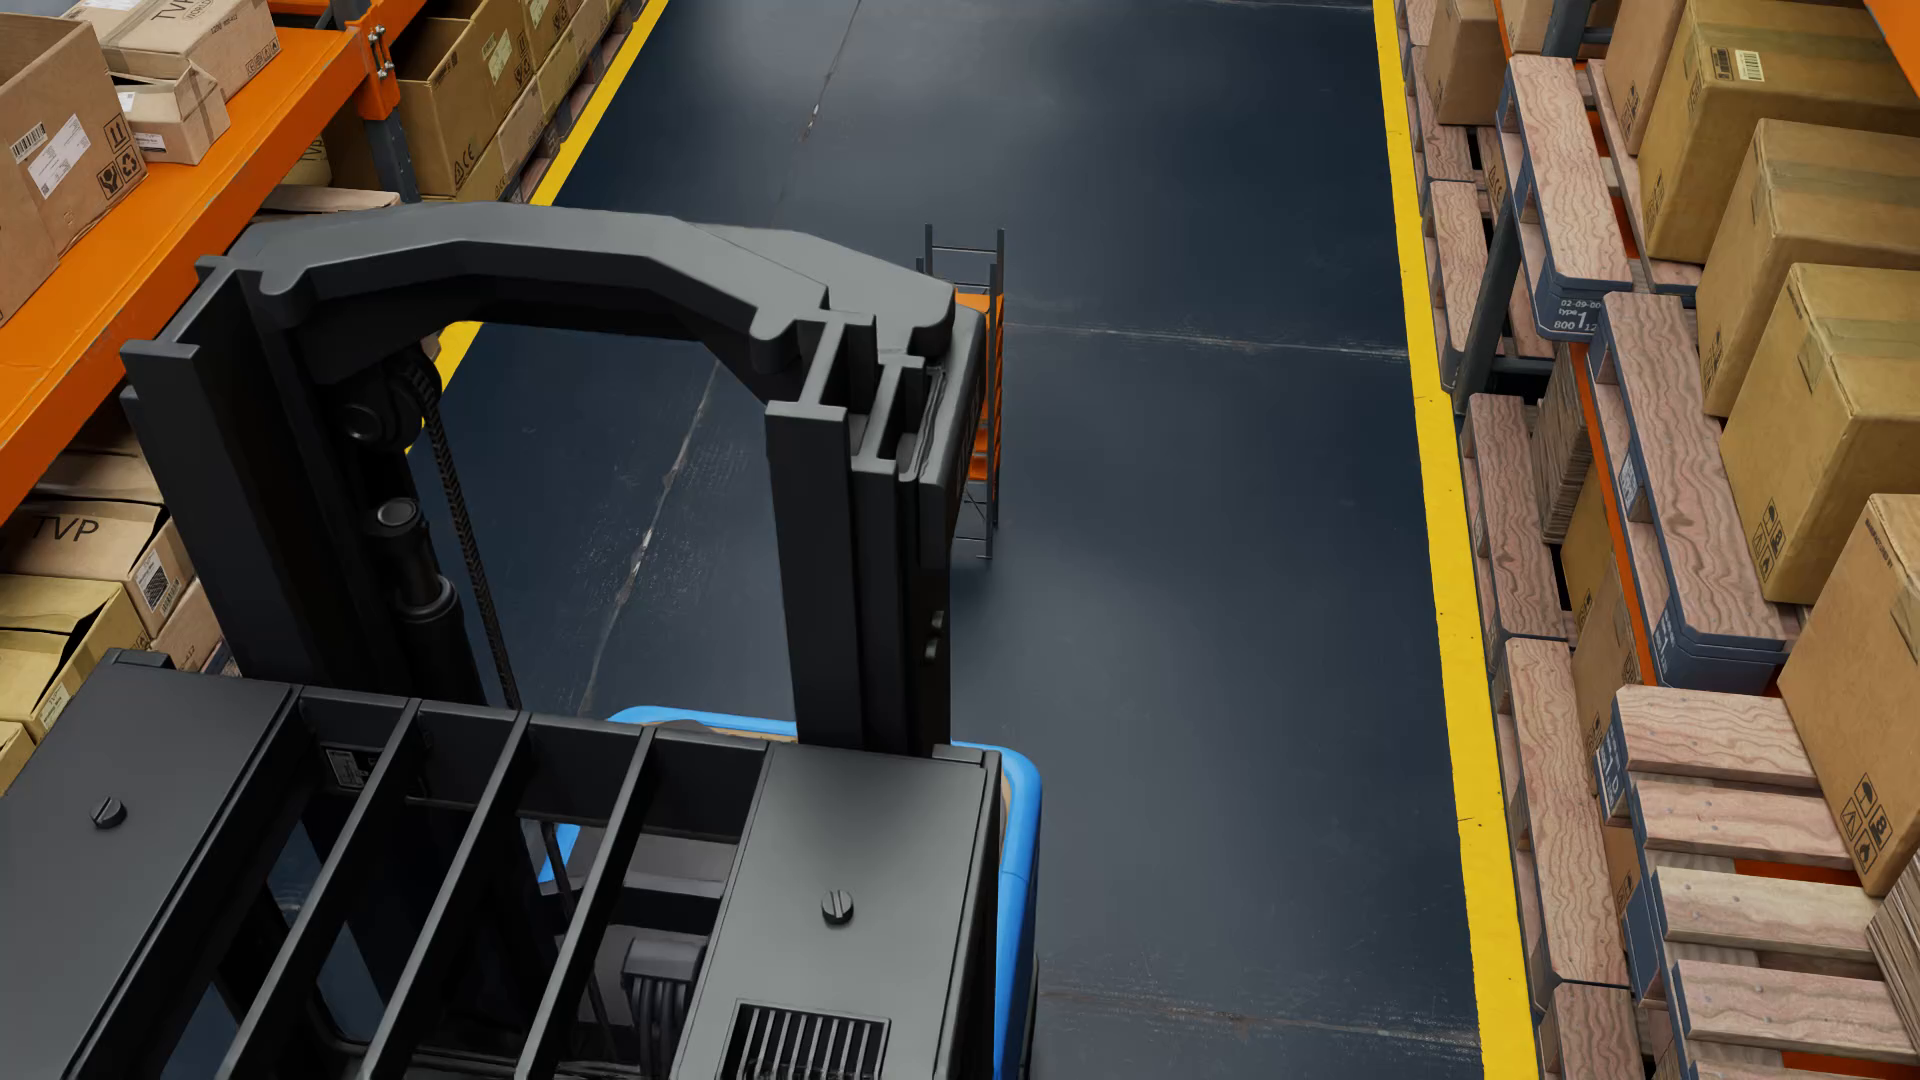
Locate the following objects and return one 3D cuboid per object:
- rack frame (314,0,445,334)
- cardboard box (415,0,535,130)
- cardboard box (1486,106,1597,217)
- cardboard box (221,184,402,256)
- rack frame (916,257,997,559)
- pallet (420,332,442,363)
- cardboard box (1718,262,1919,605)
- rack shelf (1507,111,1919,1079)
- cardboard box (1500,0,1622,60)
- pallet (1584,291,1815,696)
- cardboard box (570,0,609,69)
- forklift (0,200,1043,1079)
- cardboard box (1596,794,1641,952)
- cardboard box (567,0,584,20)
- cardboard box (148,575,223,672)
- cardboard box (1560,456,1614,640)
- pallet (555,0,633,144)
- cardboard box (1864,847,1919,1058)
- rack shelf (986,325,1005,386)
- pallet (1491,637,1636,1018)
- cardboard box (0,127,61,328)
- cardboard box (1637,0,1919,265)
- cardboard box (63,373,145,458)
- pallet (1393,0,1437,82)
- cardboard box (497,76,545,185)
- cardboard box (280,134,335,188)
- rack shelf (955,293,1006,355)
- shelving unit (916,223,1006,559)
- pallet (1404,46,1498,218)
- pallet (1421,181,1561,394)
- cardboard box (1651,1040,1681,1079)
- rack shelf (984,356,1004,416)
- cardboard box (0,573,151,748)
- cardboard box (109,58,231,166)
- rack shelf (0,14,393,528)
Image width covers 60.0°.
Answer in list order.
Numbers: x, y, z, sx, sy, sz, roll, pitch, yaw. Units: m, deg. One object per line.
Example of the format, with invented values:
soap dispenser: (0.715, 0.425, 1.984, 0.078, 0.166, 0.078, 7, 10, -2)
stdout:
rack frame: (-2.552, -1.997, 5.677, 1.000, 3.000, 0.127, 5, 44, 6)
cardboard box: (-2.122, -2.052, 6.885, 0.500, 0.500, 0.500, 5, 44, 6)
cardboard box: (2.456, -1.512, 6.664, 0.500, 0.500, 0.500, 2, 43, 2)
cardboard box: (-2.321, -1.053, 5.967, 0.500, 0.311, 0.500, 5, 44, 6)
rack frame: (-0.010, -0.383, 5.282, 0.240, 1.200, 0.006, 5, 44, 6)
pallet: (-2.611, -0.479, 6.102, 1.003, 0.211, 1.213, 5, 44, 6)
cardboard box: (2.025, -0.192, 3.378, 0.700, 0.500, 0.500, 5, 44, 6)
rack shelf: (2.094, 0.075, 4.012, 1.077, 0.370, 4.000, 5, 44, 6)
cardboard box: (2.121, -1.852, 5.619, 0.500, 0.250, 0.500, 5, 44, 6)
pallet: (2.051, -0.106, 3.820, 1.003, 0.211, 1.213, 5, 44, 6)
cardboard box: (-1.988, -2.461, 7.862, 0.500, 0.250, 0.500, 5, 44, 6)
forklift: (-0.533, 1.137, 2.418, 1.130, 2.935, 3.031, 6, 44, 6)
cardboard box: (2.094, 0.748, 4.277, 0.700, 0.500, 0.500, 5, 44, 5)
cardboard box: (-1.984, -2.733, 7.604, 0.500, 0.500, 0.500, 5, 44, 6)
cardboard box: (-2.524, 0.198, 5.054, 0.500, 0.250, 0.500, 6, 44, 6)
cardboard box: (2.259, 0.059, 5.005, 0.700, 0.500, 0.500, 4, 44, 5)
pallet: (-2.246, -2.356, 8.085, 1.003, 0.211, 1.213, 5, 44, 6)
cardboard box: (1.882, 0.660, 2.479, 0.700, 0.500, 0.500, 1, 43, 1)
rack shelf: (0.002, -0.588, 5.213, 0.258, 0.103, 0.180, 5, 44, 6)
pallet: (2.098, 0.828, 4.722, 1.003, 0.211, 1.213, 5, 44, 6)
cardboard box: (-2.806, -0.811, 4.352, 0.500, 0.500, 0.500, 5, 44, 6)
cardboard box: (2.177, -1.021, 4.254, 0.700, 0.500, 0.500, 9, 44, 10)
cardboard box: (-2.452, -0.358, 5.233, 0.500, 0.311, 0.500, 5, 44, 5)
pallet: (2.735, -2.661, 8.406, 1.003, 0.211, 1.213, 5, 44, 6)
cardboard box: (-2.119, -1.780, 7.142, 0.500, 0.250, 0.500, 5, 44, 6)
cardboard box: (-2.707, -1.487, 6.833, 0.500, 0.250, 0.500, 5, 44, 6)
rack shelf: (0.002, -0.675, 5.131, 0.258, 0.103, 0.180, 5, 44, 6)
shelving unit: (0.002, -0.446, 5.348, 0.258, 1.200, 0.189, 5, 44, 6)
pallet: (2.571, -1.831, 7.531, 1.003, 0.211, 1.213, 5, 44, 6)
pallet: (2.412, -0.998, 6.650, 1.003, 0.211, 1.213, 5, 44, 6)
cardboard box: (1.873, 1.429, 3.557, 0.700, 0.500, 0.500, 6, 44, 6)
rack shelf: (0.002, -0.500, 5.296, 0.258, 0.103, 0.180, 5, 44, 6)
cardboard box: (-2.590, 0.335, 4.501, 0.500, 0.311, 0.500, 4, 44, 4)
cardboard box: (-2.486, -1.332, 5.073, 0.396, 0.266, 0.258, 4, 44, 4)
rack shelf: (-2.816, -0.373, 4.485, 1.077, 0.370, 4.000, 5, 44, 6)
